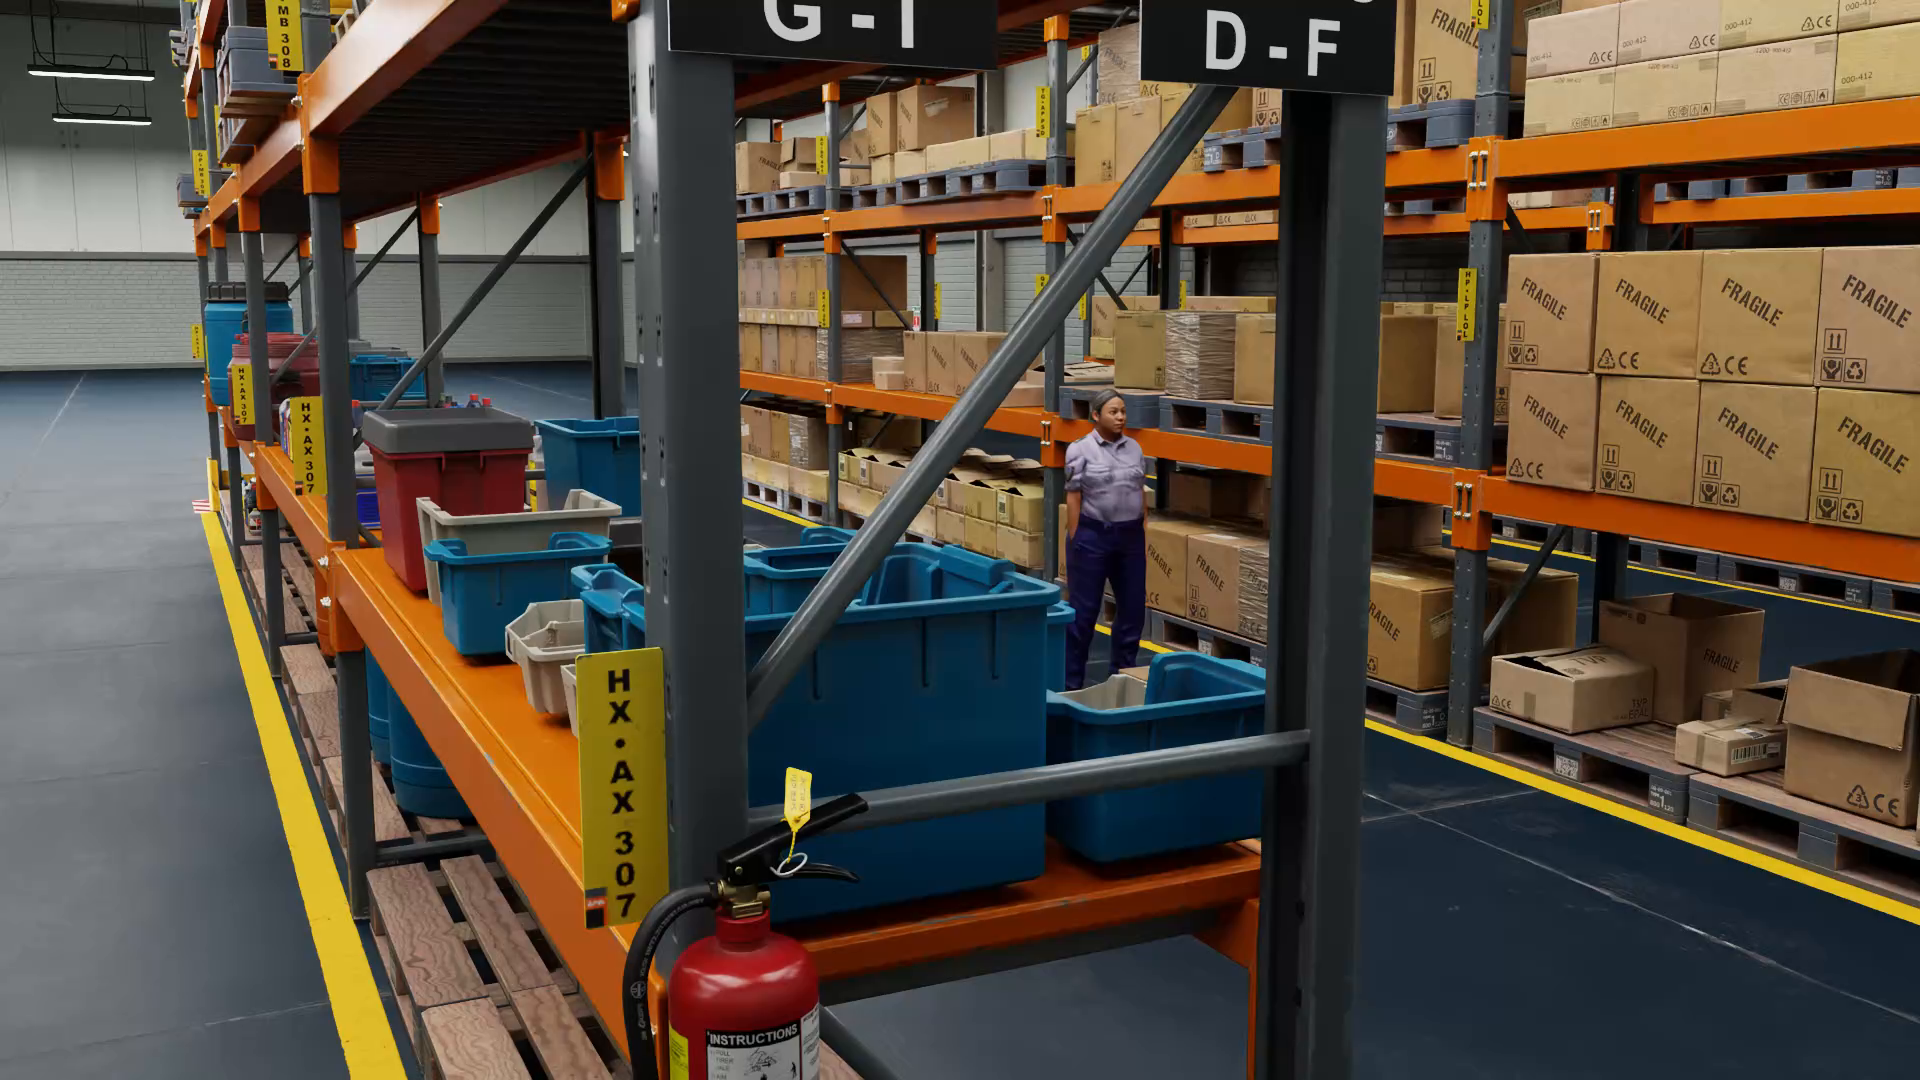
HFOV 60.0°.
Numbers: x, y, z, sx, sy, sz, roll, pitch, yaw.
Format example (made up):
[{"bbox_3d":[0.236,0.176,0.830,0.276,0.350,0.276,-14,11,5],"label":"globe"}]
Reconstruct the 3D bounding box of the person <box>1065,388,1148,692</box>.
[{"bbox_3d":[0.779,0.048,8.688,0.468,1.673,0.344,-4,9,-24],"label":"person"}]
